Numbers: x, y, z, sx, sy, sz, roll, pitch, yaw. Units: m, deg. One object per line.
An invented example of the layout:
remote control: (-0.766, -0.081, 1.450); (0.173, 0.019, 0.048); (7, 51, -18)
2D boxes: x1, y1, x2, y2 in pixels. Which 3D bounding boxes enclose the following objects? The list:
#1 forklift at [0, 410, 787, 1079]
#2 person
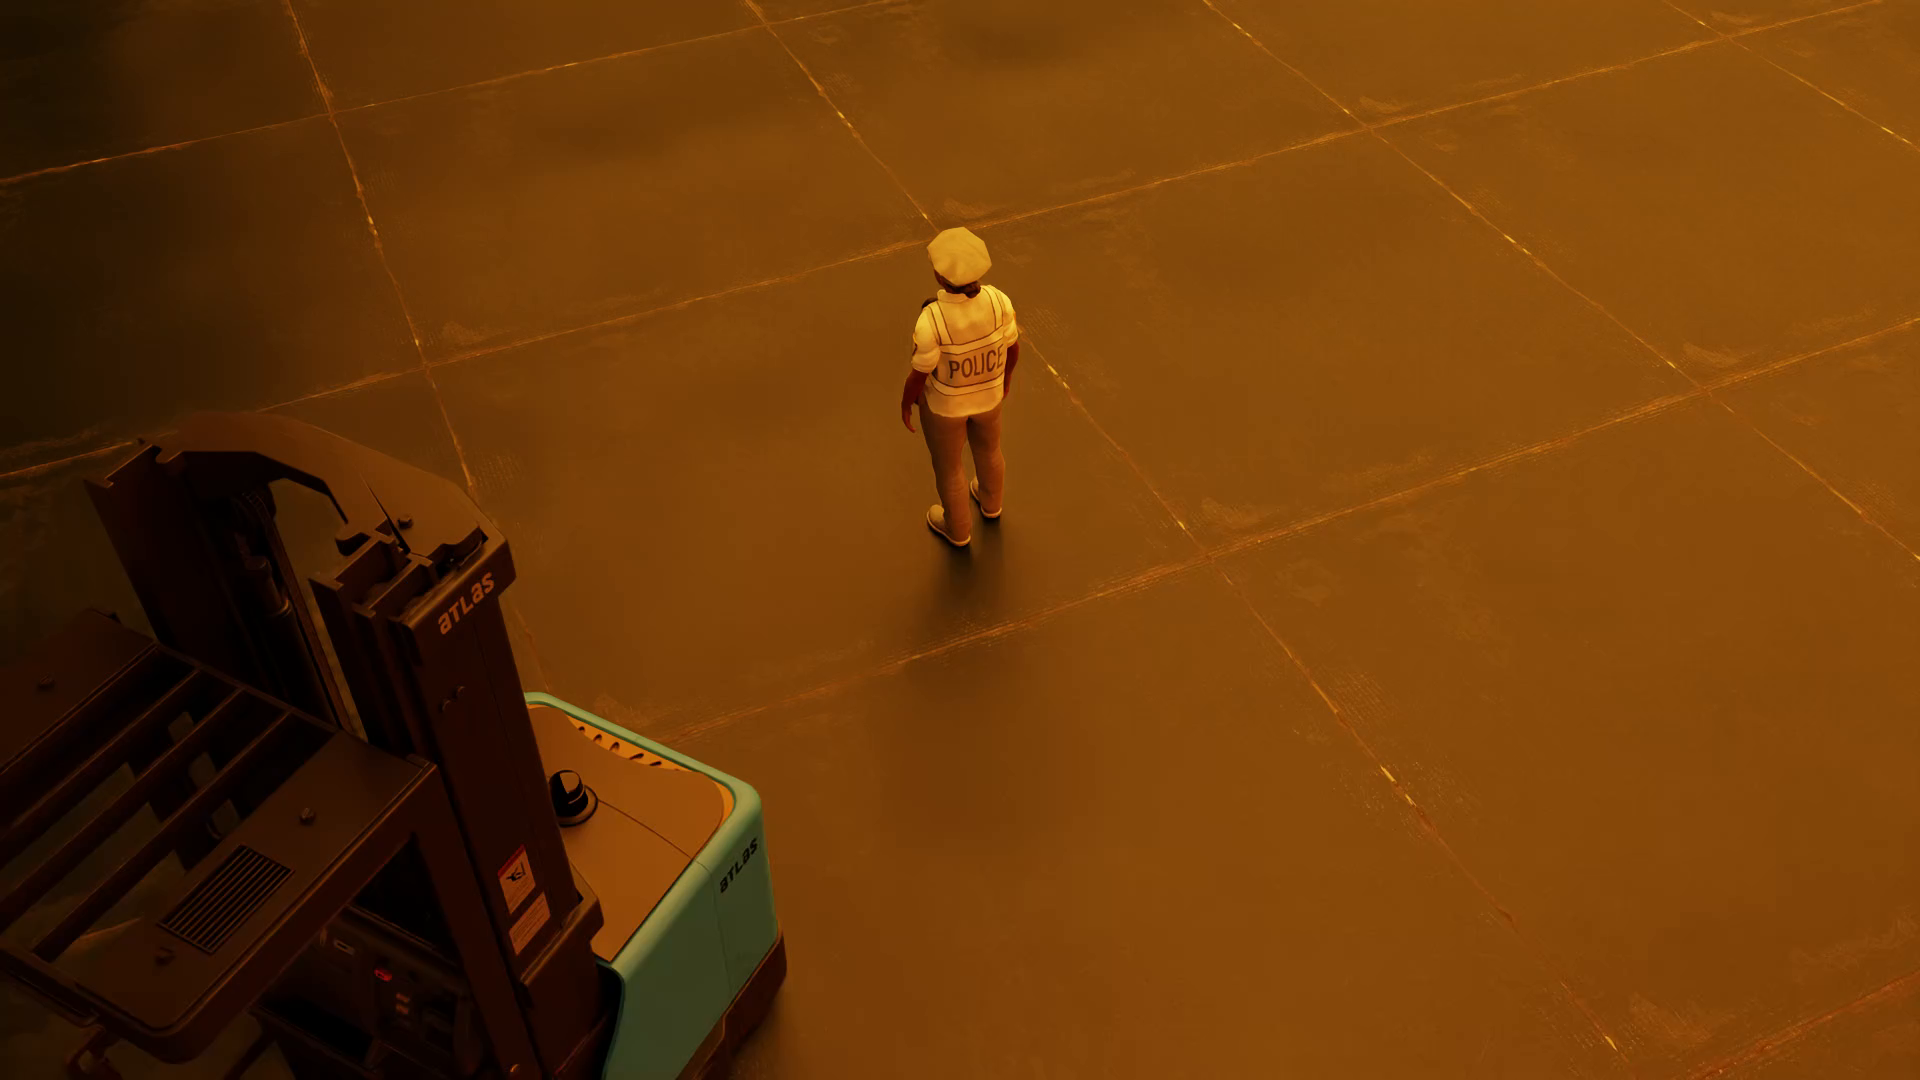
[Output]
forklift: (-1.770, 1.255, 4.336); (1.130, 2.935, 3.031); (20, 47, 20)
person: (-0.013, -0.677, 7.301); (0.570, 1.695, 0.530); (-18, 46, -18)
